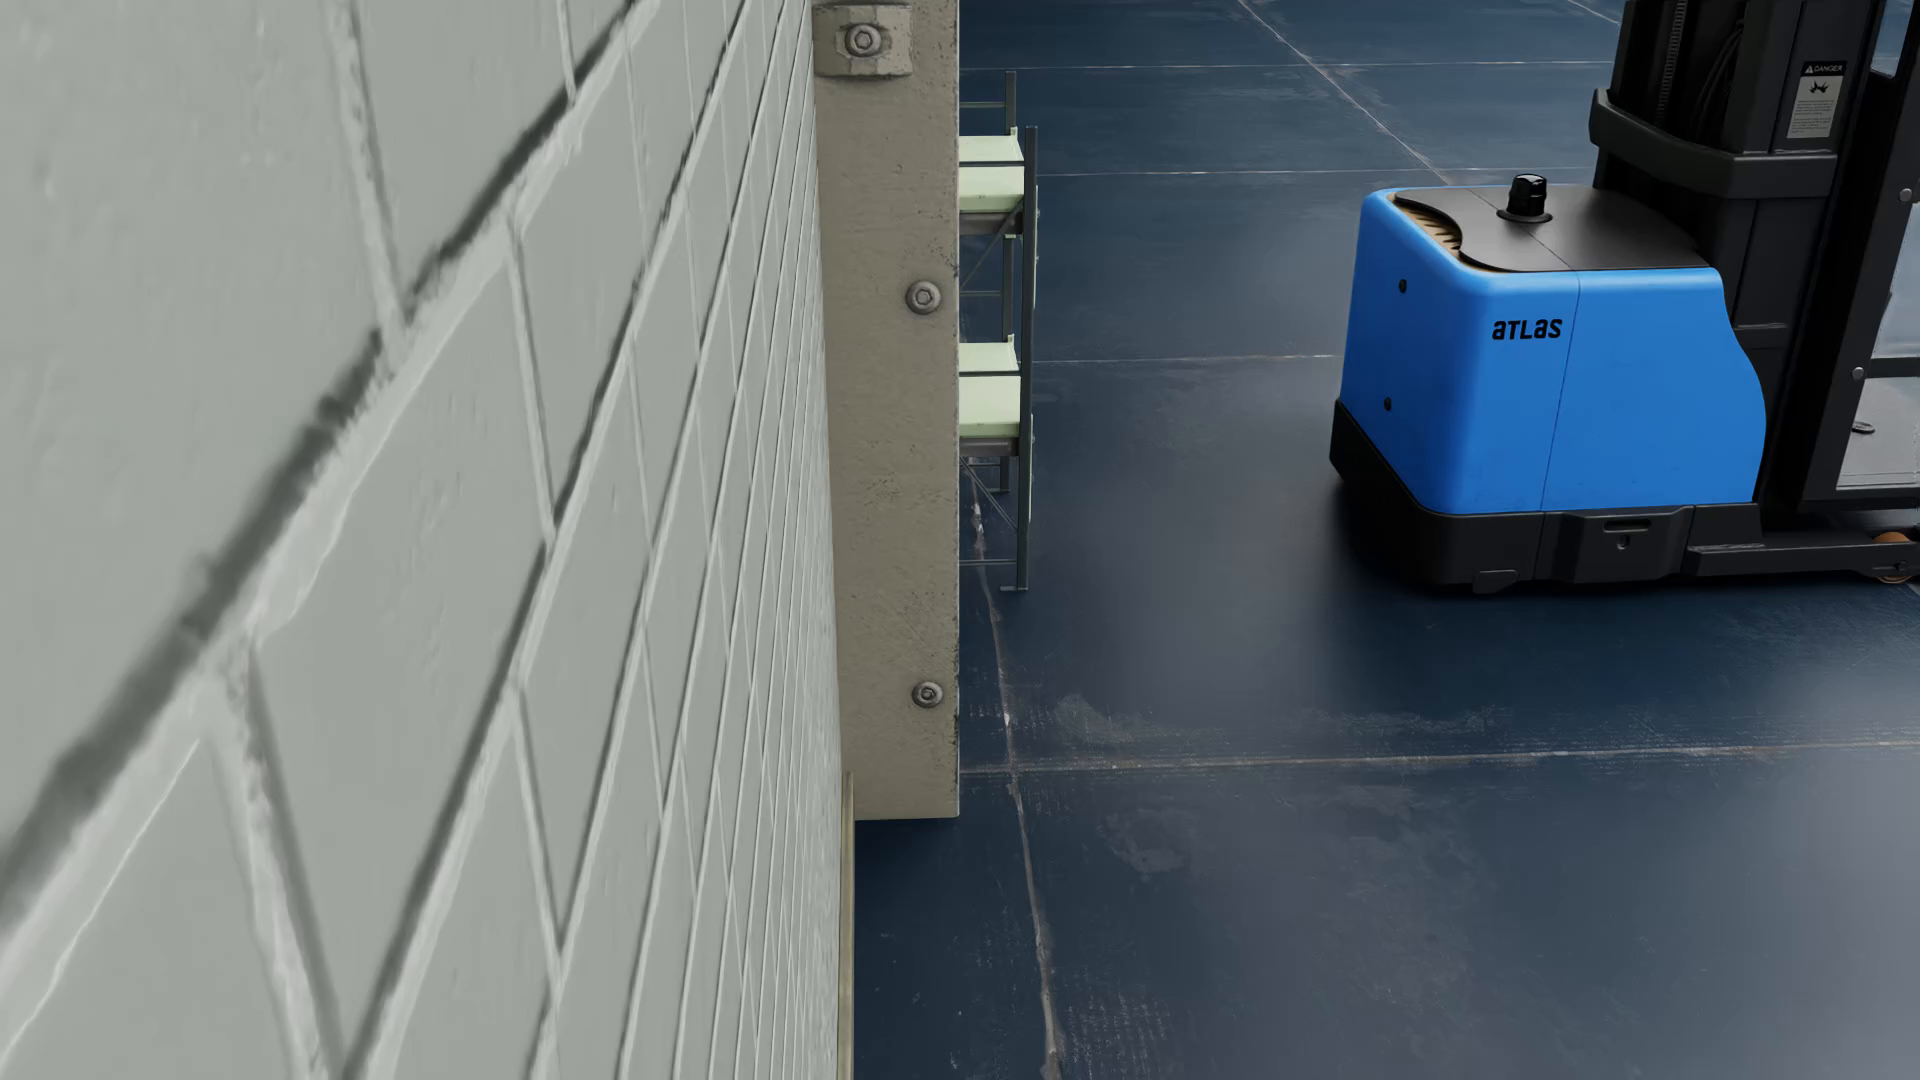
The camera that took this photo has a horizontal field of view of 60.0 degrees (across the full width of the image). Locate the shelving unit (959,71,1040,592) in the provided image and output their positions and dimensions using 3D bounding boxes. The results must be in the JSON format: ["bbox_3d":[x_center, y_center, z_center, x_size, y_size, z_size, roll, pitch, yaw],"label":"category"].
[{"bbox_3d":[0.000,-0.668,5.365,0.431,1.500,0.755,-1,28,-3],"label":"shelving unit"}]

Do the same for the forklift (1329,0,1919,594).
[{"bbox_3d":[2.906,-1.398,5.216,3.031,2.935,1.130,-3,28,-5],"label":"forklift"}]

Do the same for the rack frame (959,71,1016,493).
[{"bbox_3d":[-0.019,-0.837,5.689,0.400,1.500,0.023,-1,28,-3],"label":"rack frame"}]

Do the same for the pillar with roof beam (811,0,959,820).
[{"bbox_3d":[4.132,-3.462,2.612,9.100,9.000,0.400,-1,28,-3],"label":"pillar with roof beam"}]

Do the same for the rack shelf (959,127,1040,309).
[{"bbox_3d":[0.000,-1.014,5.184,0.431,0.370,0.720,-1,28,-3],"label":"rack shelf"}]

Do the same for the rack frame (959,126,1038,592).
[{"bbox_3d":[0.019,-0.499,5.041,0.400,1.500,0.023,-1,28,-3],"label":"rack frame"}]

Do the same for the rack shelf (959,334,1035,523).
[{"bbox_3d":[0.000,-0.379,5.515,0.431,0.370,0.720,-1,28,-3],"label":"rack shelf"}]
